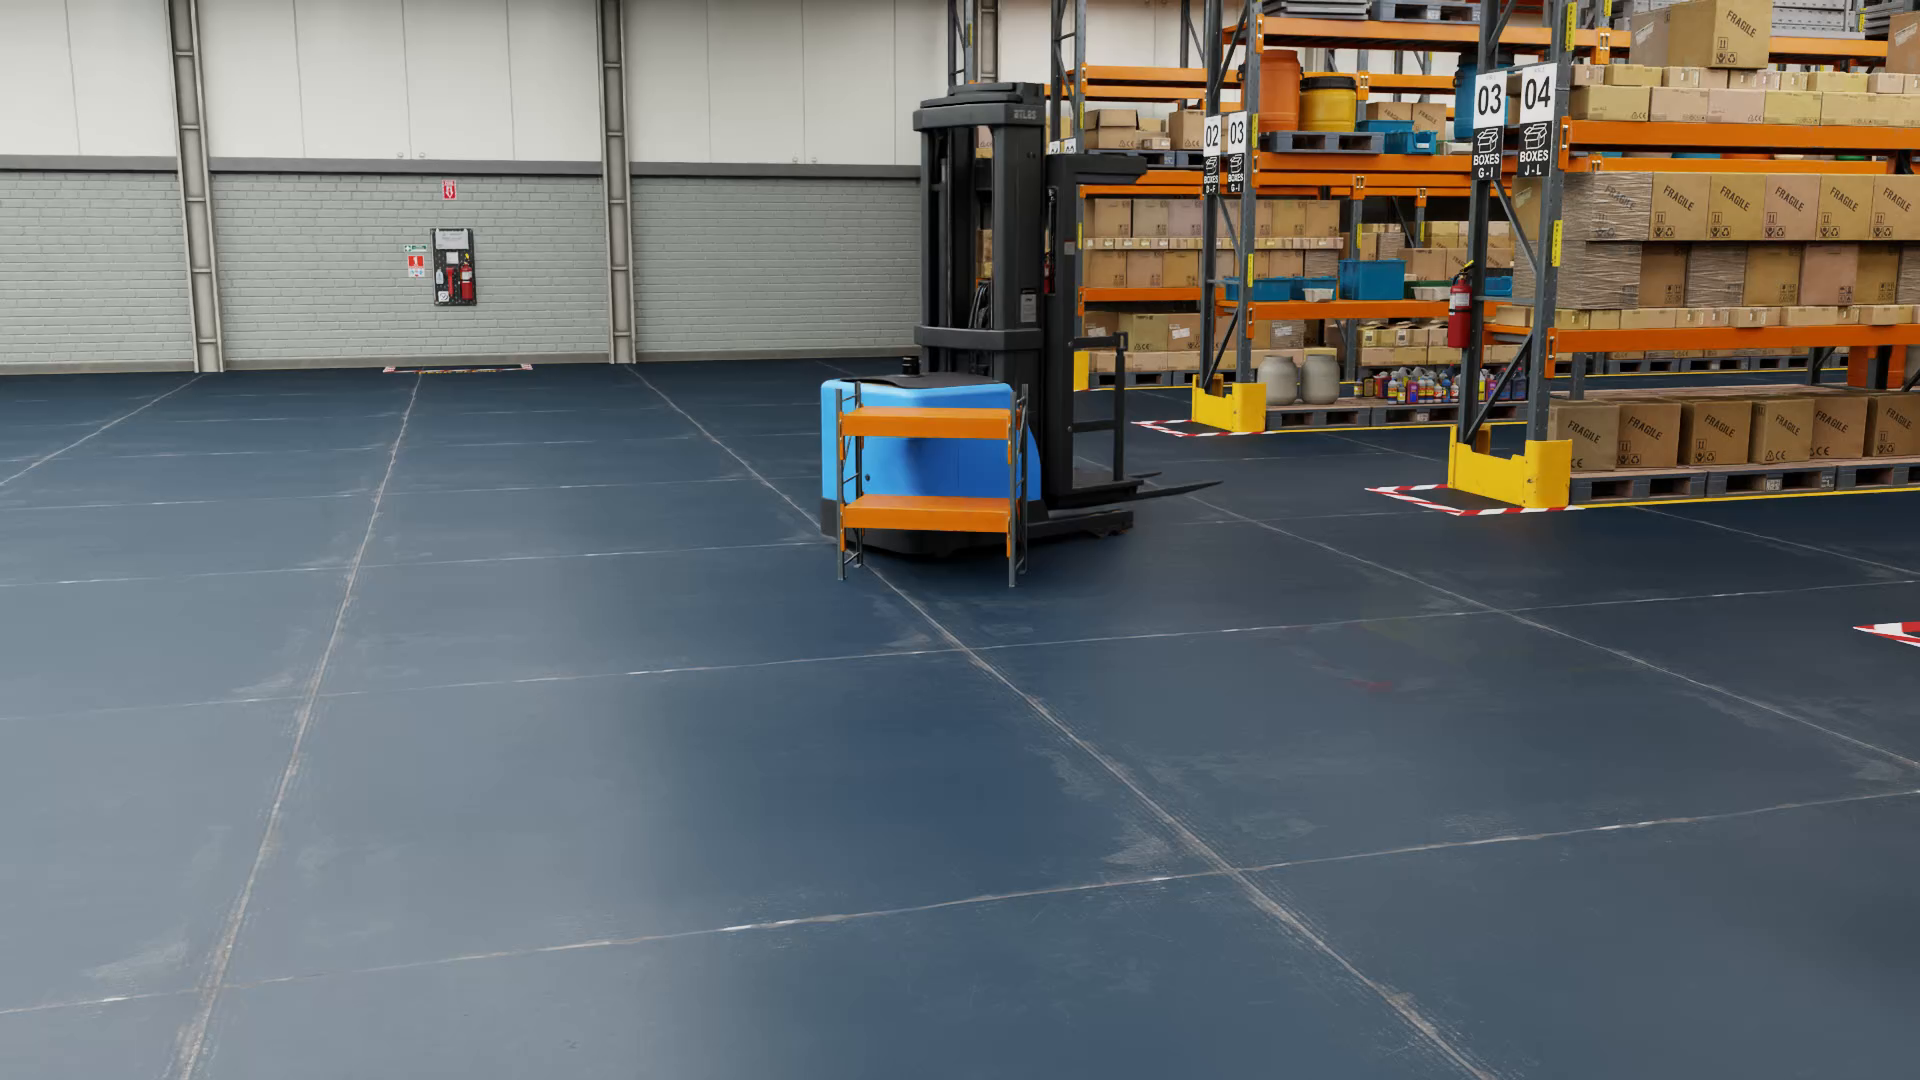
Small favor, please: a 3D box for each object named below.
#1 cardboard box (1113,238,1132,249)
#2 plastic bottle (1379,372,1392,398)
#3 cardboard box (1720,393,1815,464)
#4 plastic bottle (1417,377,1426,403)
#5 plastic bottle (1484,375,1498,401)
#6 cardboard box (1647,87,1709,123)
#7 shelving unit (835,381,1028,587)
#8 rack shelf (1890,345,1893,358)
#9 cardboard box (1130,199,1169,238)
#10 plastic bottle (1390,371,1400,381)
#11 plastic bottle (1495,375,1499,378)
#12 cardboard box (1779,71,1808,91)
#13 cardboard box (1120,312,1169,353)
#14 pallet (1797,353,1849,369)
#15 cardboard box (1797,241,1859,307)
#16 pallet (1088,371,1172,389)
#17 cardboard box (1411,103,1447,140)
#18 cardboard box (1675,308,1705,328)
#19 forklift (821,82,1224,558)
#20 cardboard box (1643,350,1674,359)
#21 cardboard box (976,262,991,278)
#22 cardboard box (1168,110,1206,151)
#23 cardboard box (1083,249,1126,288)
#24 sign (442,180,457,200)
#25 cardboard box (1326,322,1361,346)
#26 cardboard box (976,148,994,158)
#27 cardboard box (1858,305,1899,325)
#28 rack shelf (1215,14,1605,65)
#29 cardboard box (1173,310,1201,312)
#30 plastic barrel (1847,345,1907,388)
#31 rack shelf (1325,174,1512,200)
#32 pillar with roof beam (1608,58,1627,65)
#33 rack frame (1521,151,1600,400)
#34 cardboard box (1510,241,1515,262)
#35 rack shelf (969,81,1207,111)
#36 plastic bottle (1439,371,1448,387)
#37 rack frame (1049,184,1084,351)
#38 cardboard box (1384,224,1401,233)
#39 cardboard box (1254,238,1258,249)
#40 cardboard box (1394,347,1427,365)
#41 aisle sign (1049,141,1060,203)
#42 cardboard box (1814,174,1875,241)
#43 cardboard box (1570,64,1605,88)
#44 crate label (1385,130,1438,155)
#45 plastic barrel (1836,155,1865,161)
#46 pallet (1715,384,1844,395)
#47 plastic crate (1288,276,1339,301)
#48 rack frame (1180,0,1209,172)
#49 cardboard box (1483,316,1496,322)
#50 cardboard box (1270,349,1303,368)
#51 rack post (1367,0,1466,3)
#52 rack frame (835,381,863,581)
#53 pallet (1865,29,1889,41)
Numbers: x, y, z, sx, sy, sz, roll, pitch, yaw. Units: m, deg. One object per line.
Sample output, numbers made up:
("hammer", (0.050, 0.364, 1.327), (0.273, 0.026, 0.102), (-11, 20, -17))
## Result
("cardboard box", (2.080, -3.897, 21.864), (0.250, 0.149, 0.380), (-3, 11, -17))
("plastic bottle", (4.692, -1.711, 18.342), (0.133, 0.283, 0.061), (-3, 11, -16))
("cardboard box", (6.479, -0.902, 13.403), (0.500, 0.500, 0.500), (-4, 11, -21))
("plastic bottle", (4.929, -1.601, 17.780), (0.097, 0.271, 0.097), (0, 10, 0))
("plastic bottle", (5.745, -1.647, 17.994), (0.133, 0.283, 0.061), (-2, 11, -12))
("cardboard box", (5.184, -3.219, 12.375), (0.500, 0.250, 0.500), (-3, 11, -17))
("shelving unit", (-0.157, -0.343, 9.801), (1.048, 1.125, 0.538), (2, 11, 10))
("rack shelf", (9.917, -1.761, 14.312), (4.000, 0.370, 1.077), (-3, 11, -16))
("cardboard box", (2.397, -4.272, 22.106), (0.500, 0.500, 0.700), (-3, 11, -17))
("plastic bottle", (4.795, -1.733, 18.481), (0.135, 0.276, 0.152), (-3, 11, -18))
("plastic bottle", (6.086, -1.769, 18.886), (0.097, 0.201, 0.097), (0, 10, 0))
("cardboard box", (6.218, -3.478, 12.682), (0.250, 0.149, 0.380), (-3, 11, -18))
("cardboard box", (2.447, -2.770, 22.172), (0.500, 0.500, 0.500), (-3, 11, -16))
("pallet", (13.572, -2.803, 25.691), (1.213, 0.211, 1.003), (-3, 11, -16))
("cardboard box", (6.605, -2.135, 13.259), (0.500, 0.500, 0.875), (-3, 11, -16))
("pallet", (2.113, -2.208, 22.455), (1.213, 0.211, 1.003), (-3, 11, -16))
("cardboard box", (6.375, -5.769, 22.999), (0.500, 0.500, 0.500), (-2, 11, -10))
("cardboard box", (5.462, -1.707, 12.729), (0.250, 0.149, 0.380), (-3, 11, -16))
("forklift", (0.549, -1.523, 11.221), (3.031, 2.935, 1.130), (-8, 13, -39))
("cardboard box", (10.090, -2.926, 24.343), (0.500, 0.500, 0.500), (-3, 11, -18))
("cardboard box", (0.560, -4.299, 26.475), (0.500, 0.250, 0.500), (-3, 11, -18))
("cardboard box", (3.062, -5.369, 21.820), (0.500, 0.500, 0.500), (-3, 11, -16))
("cardboard box", (1.843, -3.604, 22.060), (0.500, 0.500, 0.700), (-3, 11, -16))
("sign", (-7.747, -5.315, 25.228), (0.199, 0.298, 0.001), (-3, 11, -16))
("cardboard box", (5.540, -2.936, 23.594), (0.500, 0.311, 0.500), (-3, 11, -16))
("cardboard box", (0.394, -5.902, 26.202), (0.500, 0.500, 0.500), (-3, 11, -14))
("cardboard box", (7.164, -1.782, 13.137), (0.250, 0.149, 0.380), (-3, 11, -16))
("rack shelf", (4.692, -5.173, 17.382), (4.000, 0.370, 1.077), (-3, 11, -16))
("cardboard box", (3.259, -2.913, 22.949), (0.500, 0.500, 0.500), (-3, 11, -16))
("plastic barrel", (10.918, -2.243, 19.782), (0.708, 0.830, 0.600), (-3, 11, -16))
("rack shelf", (7.152, -4.958, 23.395), (4.000, 0.370, 1.077), (-3, 11, -16))
("pillar with roof beam", (13.158, -7.389, 26.329), (0.548, 9.000, 9.100), (-3, 11, -16))
("rack frame", (6.612, -2.874, 18.374), (0.127, 3.000, 1.000), (-3, 11, -16))
("cardboard box", (9.702, -5.062, 29.103), (0.500, 0.500, 0.500), (-3, 11, -14))
("rack shelf", (1.923, -7.090, 26.701), (4.000, 0.370, 1.077), (-3, 11, -16))
("plastic bottle", (5.409, -1.756, 18.623), (0.097, 0.271, 0.097), (0, 10, 0))
("rack frame", (1.391, -3.533, 21.952), (0.127, 3.000, 1.000), (-3, 11, -16))
("cardboard box", (7.361, -5.361, 28.597), (0.250, 0.149, 0.380), (-5, 11, -23))
("cardboard box", (3.811, -3.989, 22.360), (0.250, 0.149, 0.380), (-3, 11, -14))
("cardboard box", (6.179, -2.593, 23.279), (0.500, 0.250, 0.500), (-3, 11, -15))
("aisle sign", (1.246, -4.859, 21.976), (0.004, 0.787, 0.394), (-3, 11, -16))
("cardboard box", (6.681, -2.579, 12.911), (0.500, 0.500, 0.500), (-3, 11, -16))
("cardboard box", (4.485, -3.382, 12.160), (0.250, 0.149, 0.380), (-3, 11, -16))
("crate label", (4.661, -4.111, 17.219), (0.408, 0.251, 0.502), (-3, 11, -16))
("plastic barrel", (10.230, -4.454, 19.099), (0.294, 0.245, 0.294), (0, 10, 0))
("pallet", (9.698, -1.673, 19.549), (1.213, 0.211, 1.003), (-3, 11, -16))
("plastic crate", (3.794, -2.708, 17.881), (0.408, 0.251, 0.499), (-3, 11, -16))
("rack frame", (3.843, -7.547, 27.185), (0.127, 3.000, 1.000), (-3, 11, -16))
("cardboard box", (9.269, -4.006, 29.298), (0.750, 0.750, 0.750), (-3, 11, -16))
("cardboard box", (4.364, -2.505, 22.801), (0.500, 0.250, 0.500), (-3, 11, -16))
("rack post", (4.623, -5.688, 17.300), (0.954, 0.300, 0.937), (-3, 11, -17))
("rack frame", (-0.657, -0.359, 9.891), (0.032, 1.125, 0.500), (2, 11, 10))
("pallet", (11.154, -5.769, 19.153), (1.003, 0.211, 1.213), (-3, 11, -16))
